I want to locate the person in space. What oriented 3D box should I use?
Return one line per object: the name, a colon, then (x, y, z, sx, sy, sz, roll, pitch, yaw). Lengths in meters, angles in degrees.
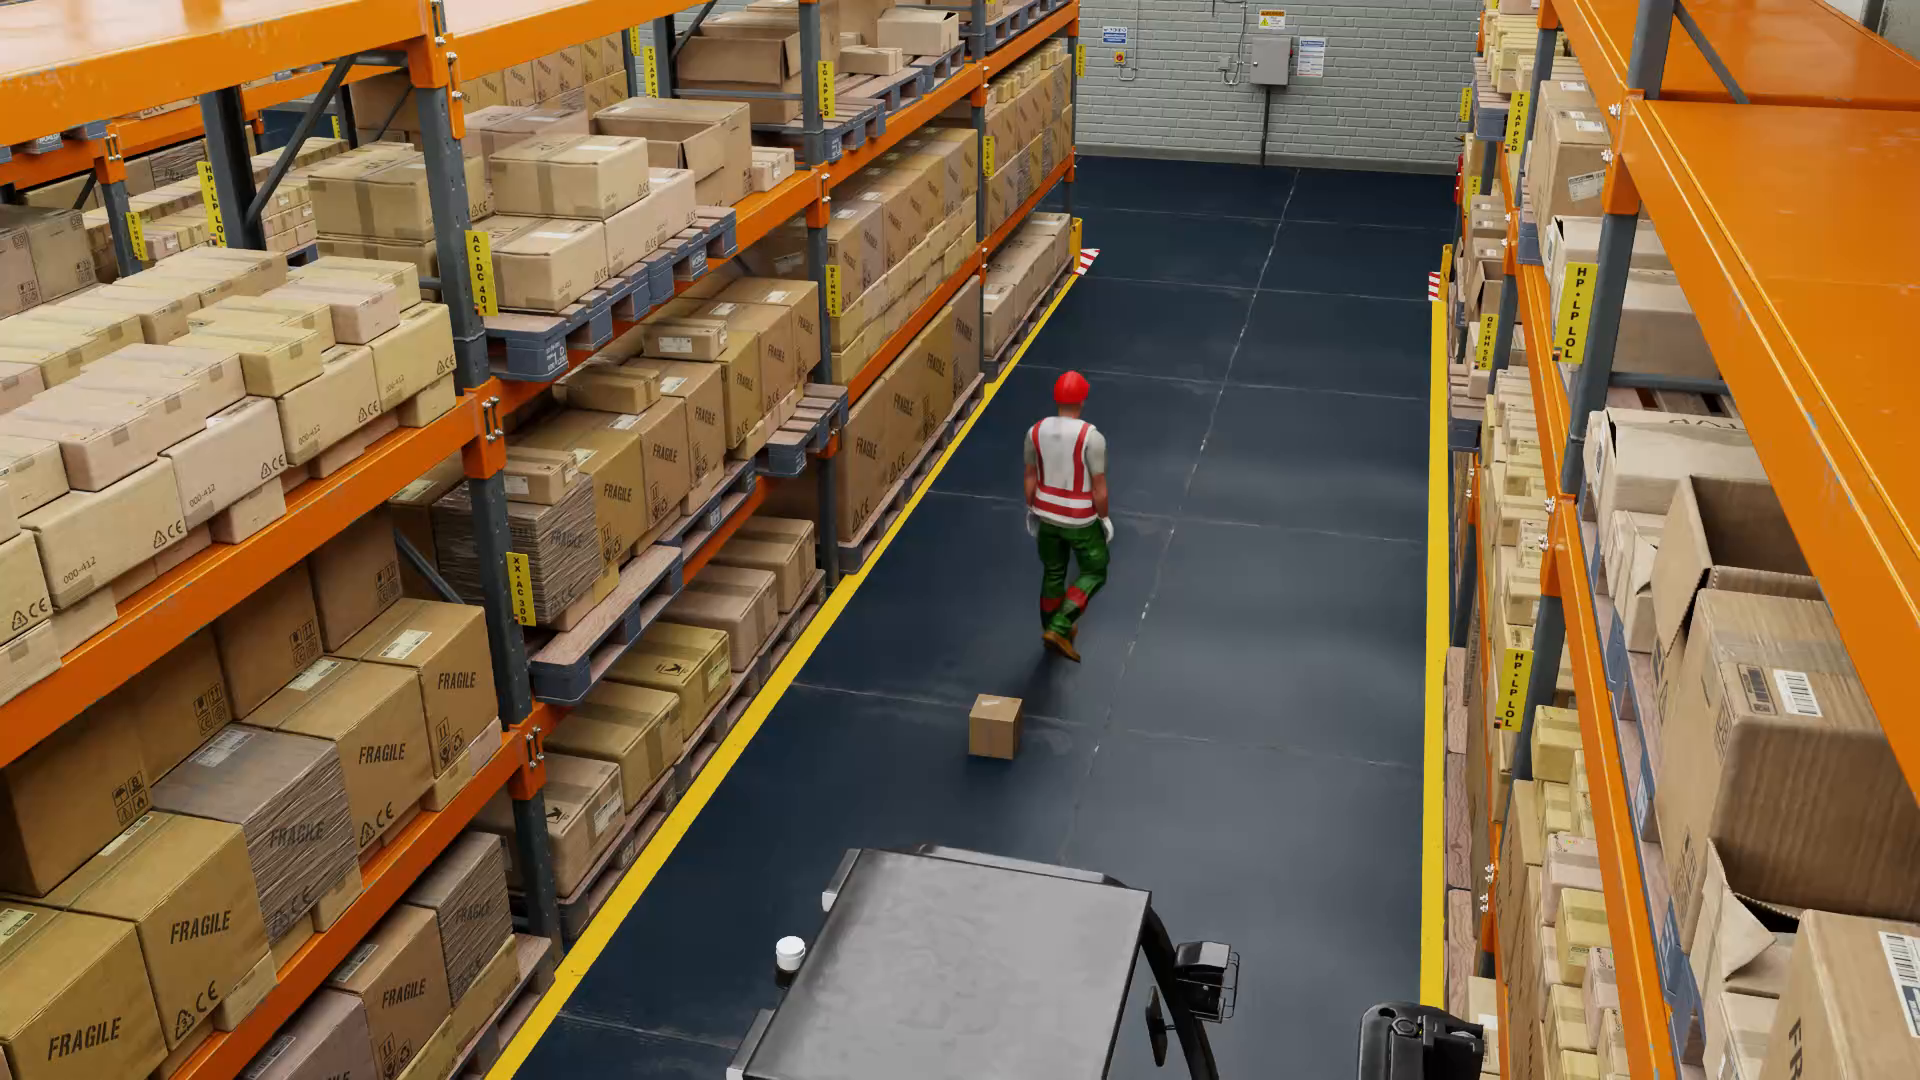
person: (0.607, -0.109, 9.862, 0.574, 1.788, 0.611, 15, 29, 28)
